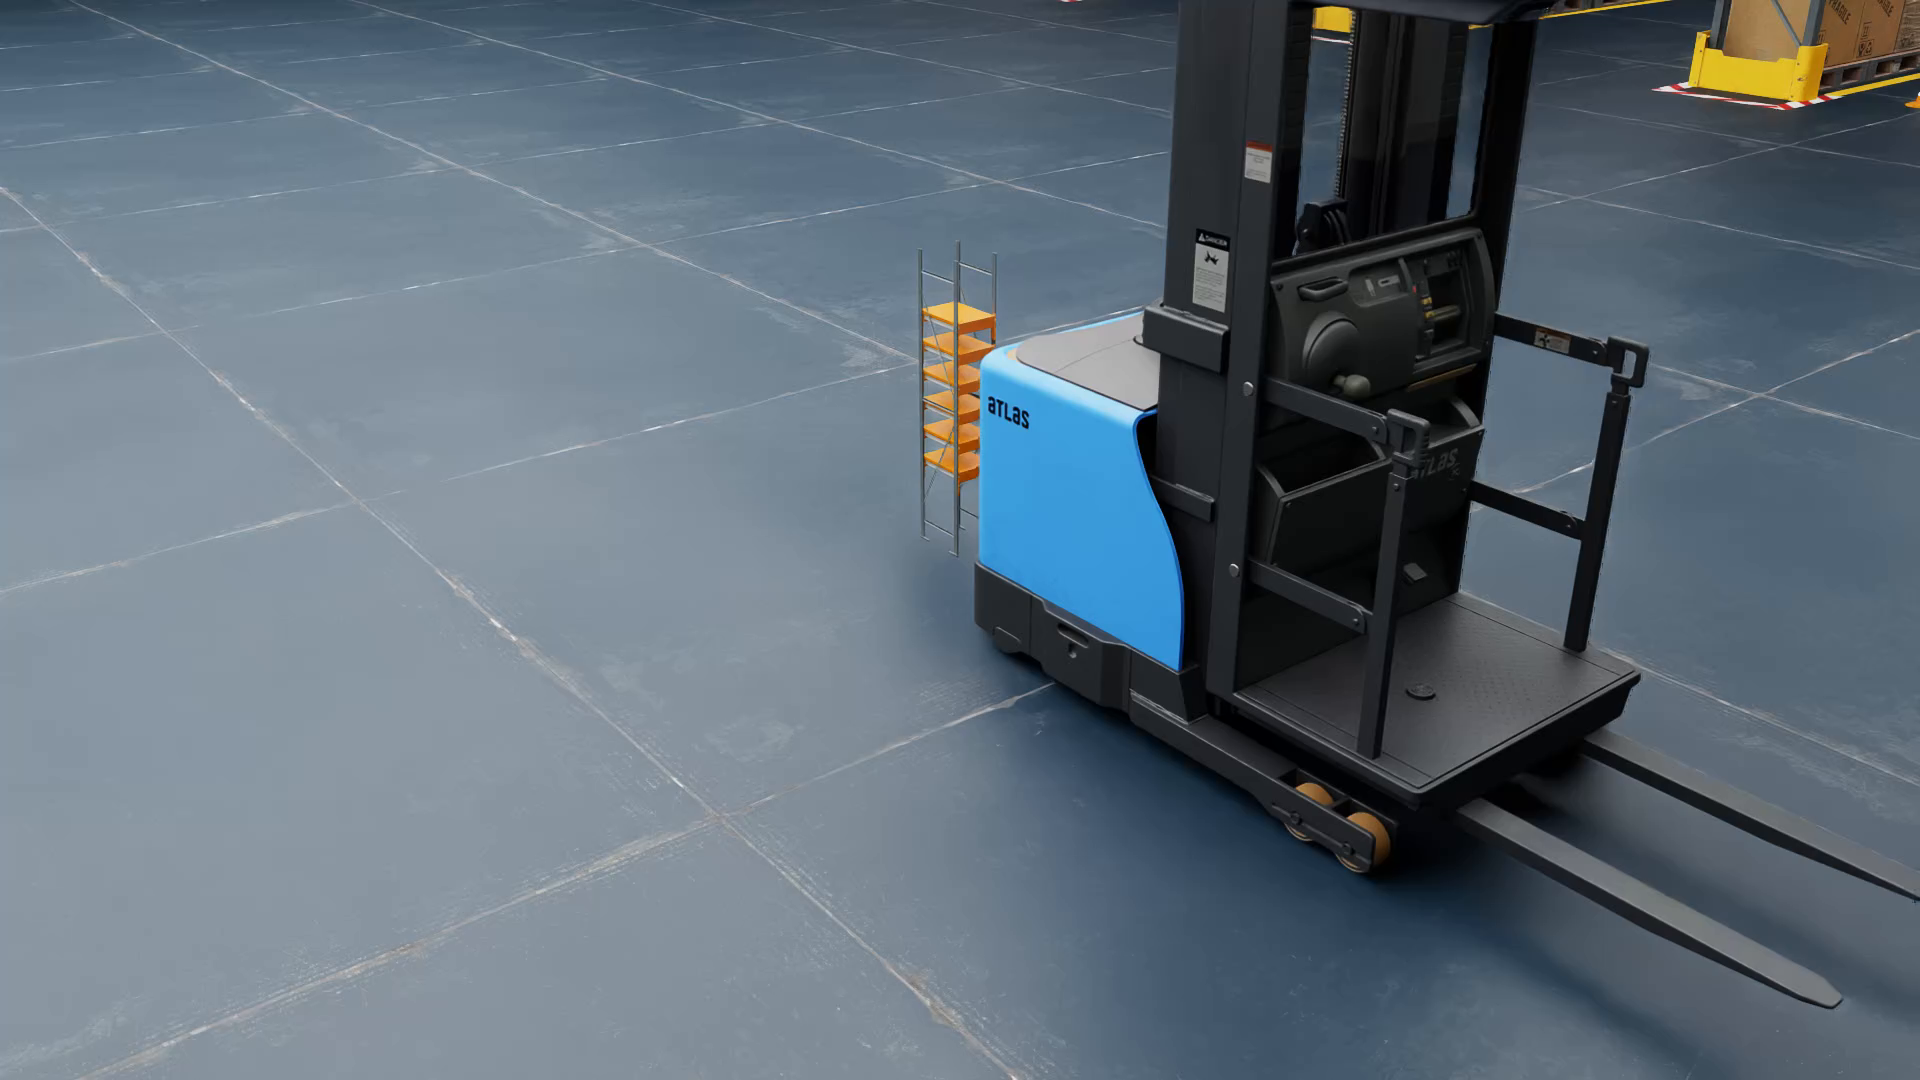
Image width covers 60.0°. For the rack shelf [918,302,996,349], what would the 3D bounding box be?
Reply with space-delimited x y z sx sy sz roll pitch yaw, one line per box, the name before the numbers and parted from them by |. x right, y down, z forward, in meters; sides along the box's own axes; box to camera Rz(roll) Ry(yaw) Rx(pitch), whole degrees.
rack shelf | -0.011 -0.827 6.356 0.180 0.103 0.258 -18 31 -34

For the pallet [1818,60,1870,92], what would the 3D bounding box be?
pallet | 8.262 -4.678 16.579 1.213 0.211 1.003 -18 31 -34

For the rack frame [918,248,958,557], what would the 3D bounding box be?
rack frame | -0.083 -0.517 6.438 0.006 1.200 0.240 -18 31 -34

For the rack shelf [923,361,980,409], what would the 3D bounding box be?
rack shelf | -0.011 -0.609 6.457 0.180 0.103 0.258 -18 31 -34

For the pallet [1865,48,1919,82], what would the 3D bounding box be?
pallet | 9.221 -4.993 17.258 1.213 0.211 1.003 -18 31 -34

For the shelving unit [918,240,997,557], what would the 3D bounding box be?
shelving unit | -0.011 -0.540 6.489 0.189 1.200 0.258 -18 31 -34

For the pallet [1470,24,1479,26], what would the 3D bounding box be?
pallet | 6.380 -6.648 20.823 1.213 0.211 1.003 -18 31 -34

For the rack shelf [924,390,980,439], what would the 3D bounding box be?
rack shelf | -0.011 -0.500 6.508 0.180 0.103 0.258 -18 31 -34

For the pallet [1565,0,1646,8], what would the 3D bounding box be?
pallet | 8.459 -7.355 22.348 1.213 0.211 1.003 -18 31 -34

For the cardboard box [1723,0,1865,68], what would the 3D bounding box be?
cardboard box | 8.174 -5.134 16.274 0.875 0.875 0.875 -18 30 -34

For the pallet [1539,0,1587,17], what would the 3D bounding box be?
pallet | 7.341 -6.966 21.510 1.213 0.211 1.003 -18 31 -34

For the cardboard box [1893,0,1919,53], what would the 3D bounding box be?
cardboard box | 9.583 -5.599 17.277 0.875 0.875 0.875 -18 30 -34

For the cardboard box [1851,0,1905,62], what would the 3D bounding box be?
cardboard box | 8.865 -5.363 16.768 0.875 0.875 0.875 -19 31 -35

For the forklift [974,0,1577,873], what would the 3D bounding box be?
forklift | 1.356 -0.624 4.613 1.130 2.935 3.031 -18 31 -34

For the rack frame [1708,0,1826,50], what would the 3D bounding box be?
rack frame | 7.681 -5.709 15.488 0.127 3.000 1.000 -18 31 -34

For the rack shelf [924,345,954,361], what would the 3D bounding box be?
rack shelf | -0.011 -0.736 6.399 0.166 0.020 0.199 -18 31 -34

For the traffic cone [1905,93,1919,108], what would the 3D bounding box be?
traffic cone | 8.975 -4.226 15.306 0.334 0.463 0.336 -18 31 -34

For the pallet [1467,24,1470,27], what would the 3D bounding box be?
pallet | 5.421 -6.333 20.144 1.213 0.211 1.003 -18 31 -34

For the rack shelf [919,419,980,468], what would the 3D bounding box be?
rack shelf | -0.011 -0.391 6.559 0.180 0.103 0.258 -18 31 -34

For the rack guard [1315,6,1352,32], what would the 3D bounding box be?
rack guard | 4.759 -6.264 19.654 0.348 0.500 1.175 -18 31 -34

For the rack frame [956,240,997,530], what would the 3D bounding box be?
rack frame | 0.061 -0.564 6.541 0.006 1.200 0.240 -18 31 -34
